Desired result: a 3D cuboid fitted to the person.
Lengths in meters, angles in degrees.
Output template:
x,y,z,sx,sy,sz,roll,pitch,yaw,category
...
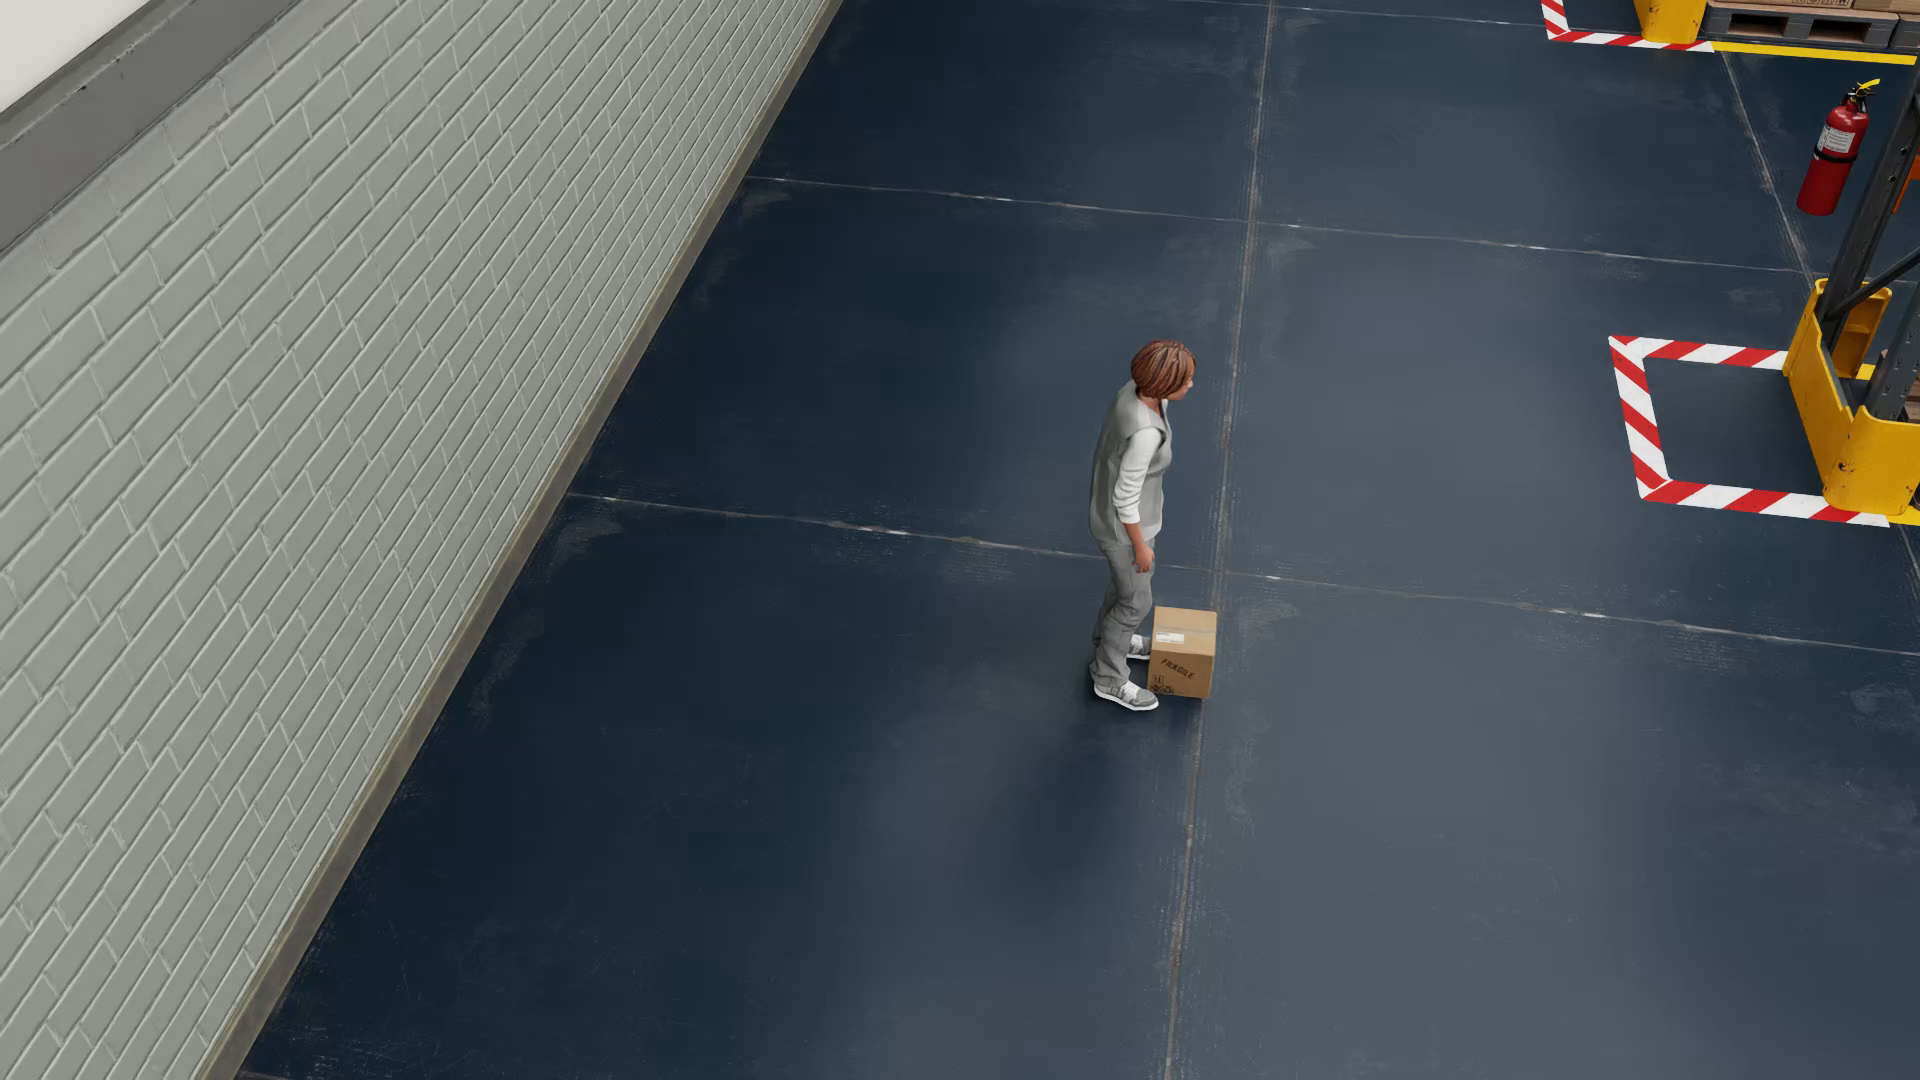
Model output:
x,y,z,sx,sy,sz,roll,pitch,yaw,category
0.658,-0.079,6.256,0.340,1.594,0.484,5,41,5,person
